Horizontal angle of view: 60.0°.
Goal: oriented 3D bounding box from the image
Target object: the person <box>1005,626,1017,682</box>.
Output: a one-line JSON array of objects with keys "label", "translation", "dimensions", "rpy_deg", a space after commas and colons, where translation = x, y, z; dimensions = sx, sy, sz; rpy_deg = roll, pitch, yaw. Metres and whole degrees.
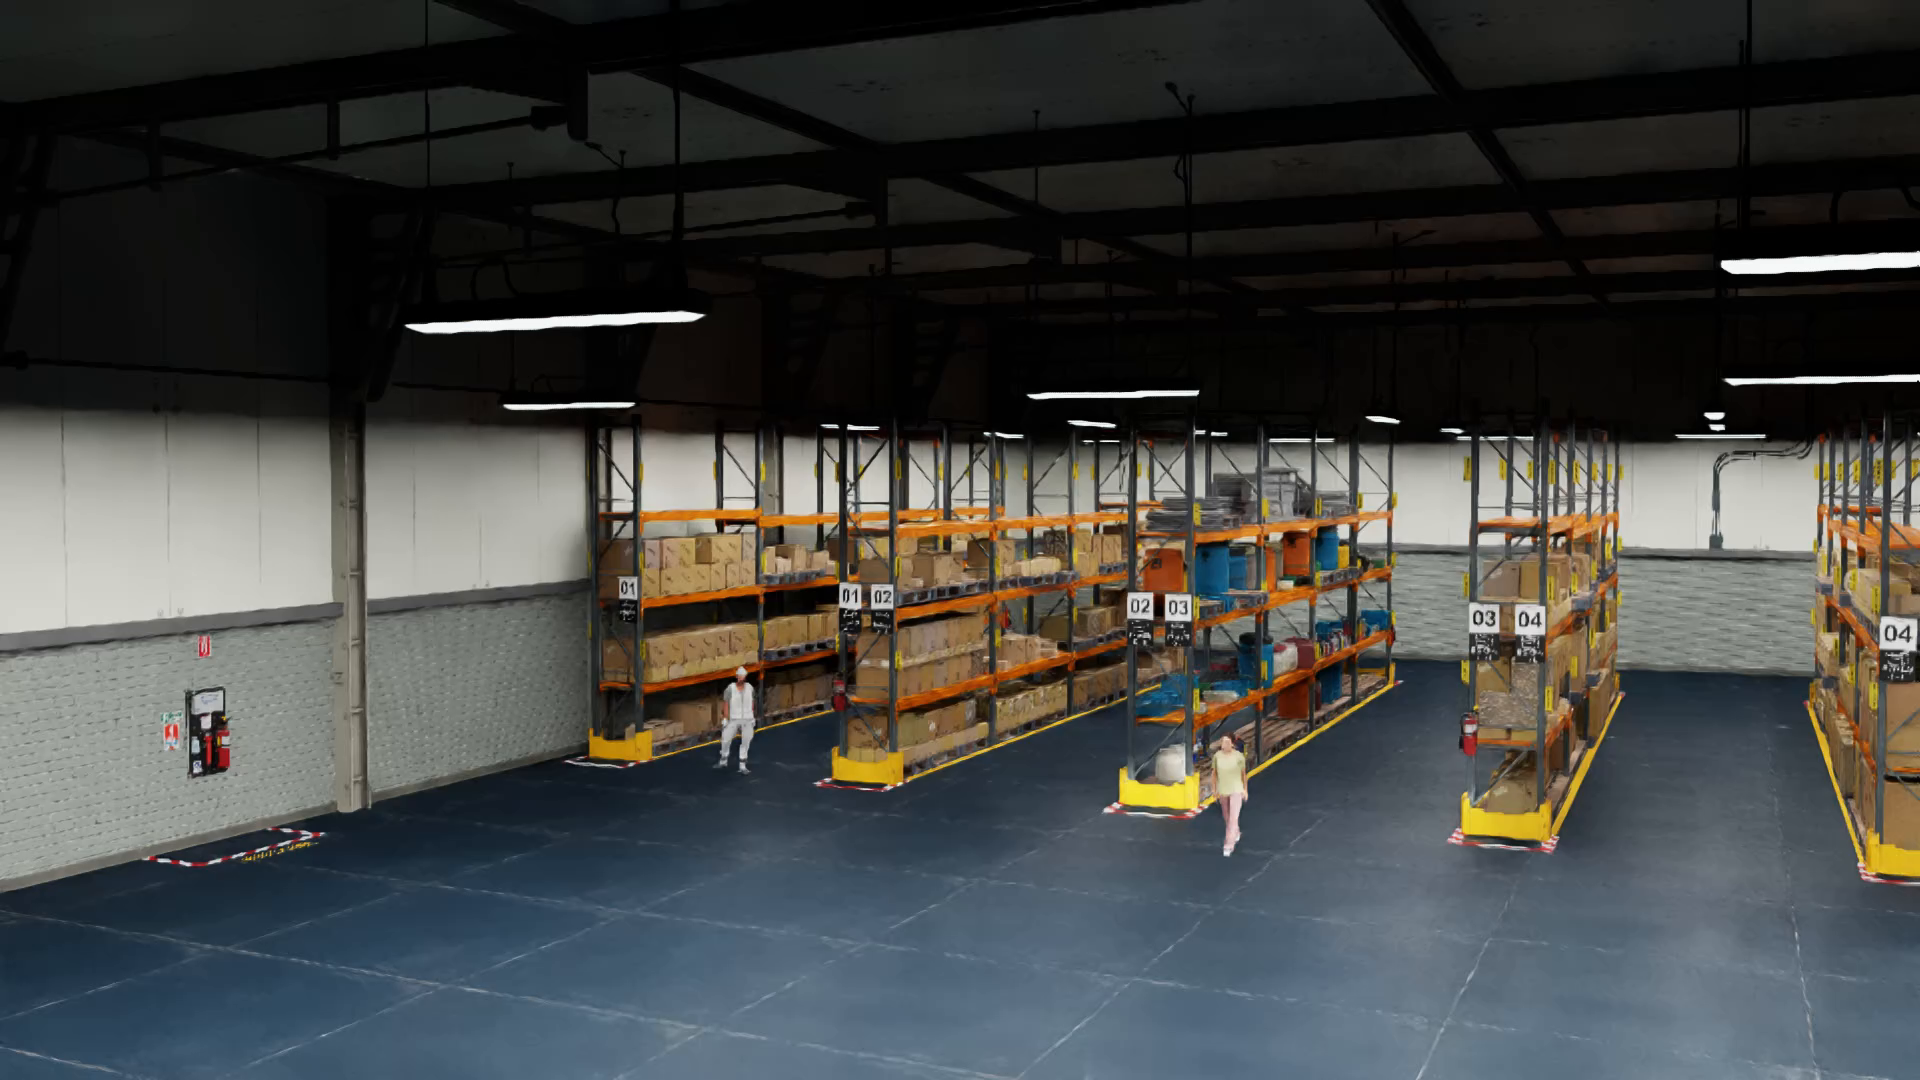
[{"label": "person", "translation": [1.127, 2.679, 36.693], "dimensions": [0.495, 1.589, 1.086], "rpy_deg": [1, 3, 27]}]

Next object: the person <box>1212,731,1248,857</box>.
[{"label": "person", "translation": [3.510, 3.290, 21.819], "dimensions": [0.448, 1.590, 1.109], "rpy_deg": [1, 3, 27]}]

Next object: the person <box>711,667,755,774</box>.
[{"label": "person", "translation": [-3.757, 2.982, 27.573], "dimensions": [0.739, 1.775, 0.521], "rpy_deg": [-1, 2, -16]}]
